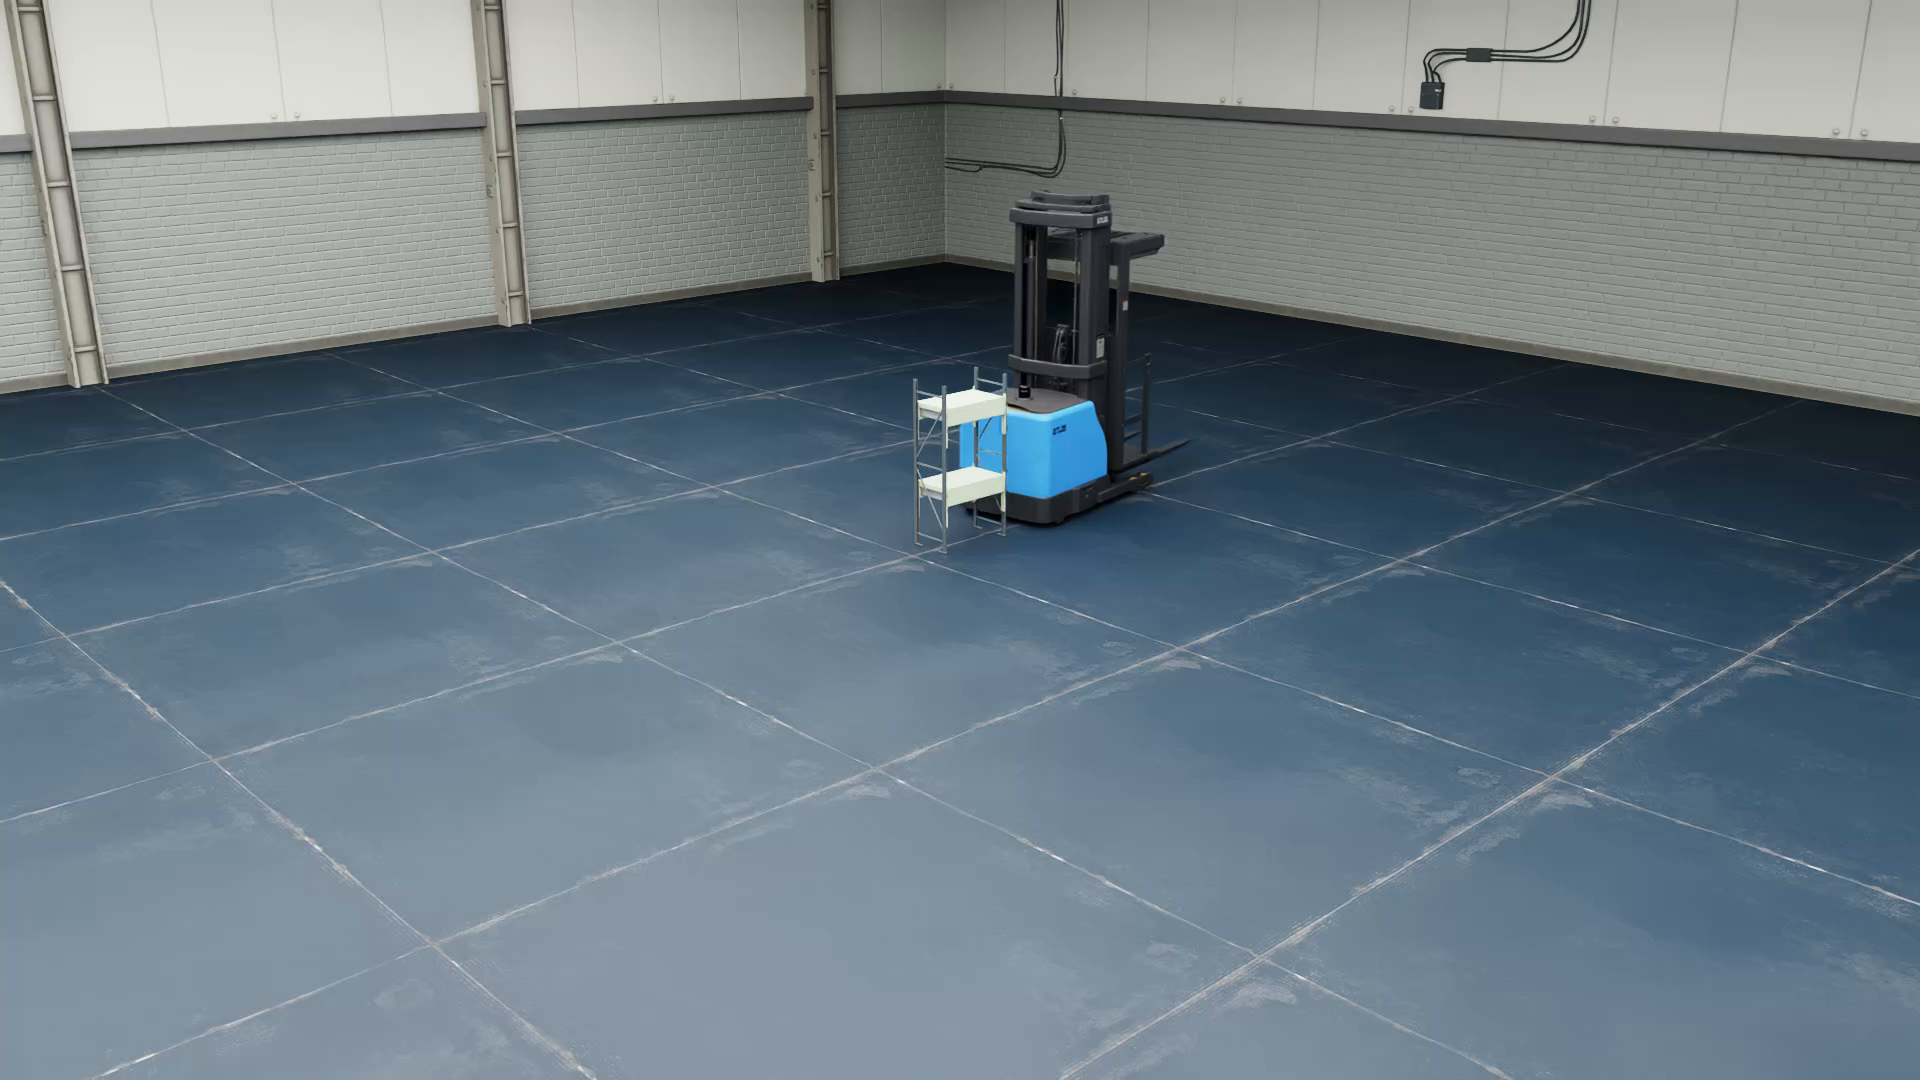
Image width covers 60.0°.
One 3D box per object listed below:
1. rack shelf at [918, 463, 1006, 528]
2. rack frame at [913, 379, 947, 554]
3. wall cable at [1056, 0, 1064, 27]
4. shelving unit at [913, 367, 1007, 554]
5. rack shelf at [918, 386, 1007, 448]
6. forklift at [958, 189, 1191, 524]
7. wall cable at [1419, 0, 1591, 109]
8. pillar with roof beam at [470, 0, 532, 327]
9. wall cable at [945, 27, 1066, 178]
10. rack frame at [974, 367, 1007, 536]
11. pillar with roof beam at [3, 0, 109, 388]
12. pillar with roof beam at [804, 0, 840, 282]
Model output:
[{"bbox_3d":[0.005,-0.405,14.858,0.720,0.370,0.431,-16,24,-41],"label":"rack shelf"},{"bbox_3d":[-0.261,-0.637,14.519,0.023,1.500,0.400,-16,24,-41],"label":"rack frame"},{"bbox_3d":[2.565,-9.456,26.405,0.112,2.526,3.097,-16,24,-41],"label":"wall cable"},{"bbox_3d":[0.005,-0.715,14.758,0.755,1.500,0.431,-16,24,-41],"label":"shelving unit"},{"bbox_3d":[0.005,-1.086,14.637,0.720,0.370,0.431,-16,24,-41],"label":"rack shelf"},{"bbox_3d":[1.267,-1.932,16.191,1.130,2.935,3.031,13,22,35],"label":"forklift"},{"bbox_3d":[7.218,-8.624,21.478,0.169,6.003,2.305,-16,24,-41],"label":"wall cable"},{"bbox_3d":[-3.744,-6.573,20.666,0.400,9.000,9.100,-16,24,-41],"label":"pillar with roof beam"},{"bbox_3d":[0.707,-7.660,29.054,0.112,2.526,3.097,-16,24,-41],"label":"wall cable"},{"bbox_3d":[0.271,-0.792,14.997,0.023,1.500,0.400,-16,24,-41],"label":"rack frame"},{"bbox_3d":[-8.104,-5.301,16.745,0.400,9.000,9.100,-16,24,-41],"label":"pillar with roof beam"},{"bbox_3d":[0.615,-7.844,24.588,0.400,9.000,9.100,-16,24,-41],"label":"pillar with roof beam"}]
